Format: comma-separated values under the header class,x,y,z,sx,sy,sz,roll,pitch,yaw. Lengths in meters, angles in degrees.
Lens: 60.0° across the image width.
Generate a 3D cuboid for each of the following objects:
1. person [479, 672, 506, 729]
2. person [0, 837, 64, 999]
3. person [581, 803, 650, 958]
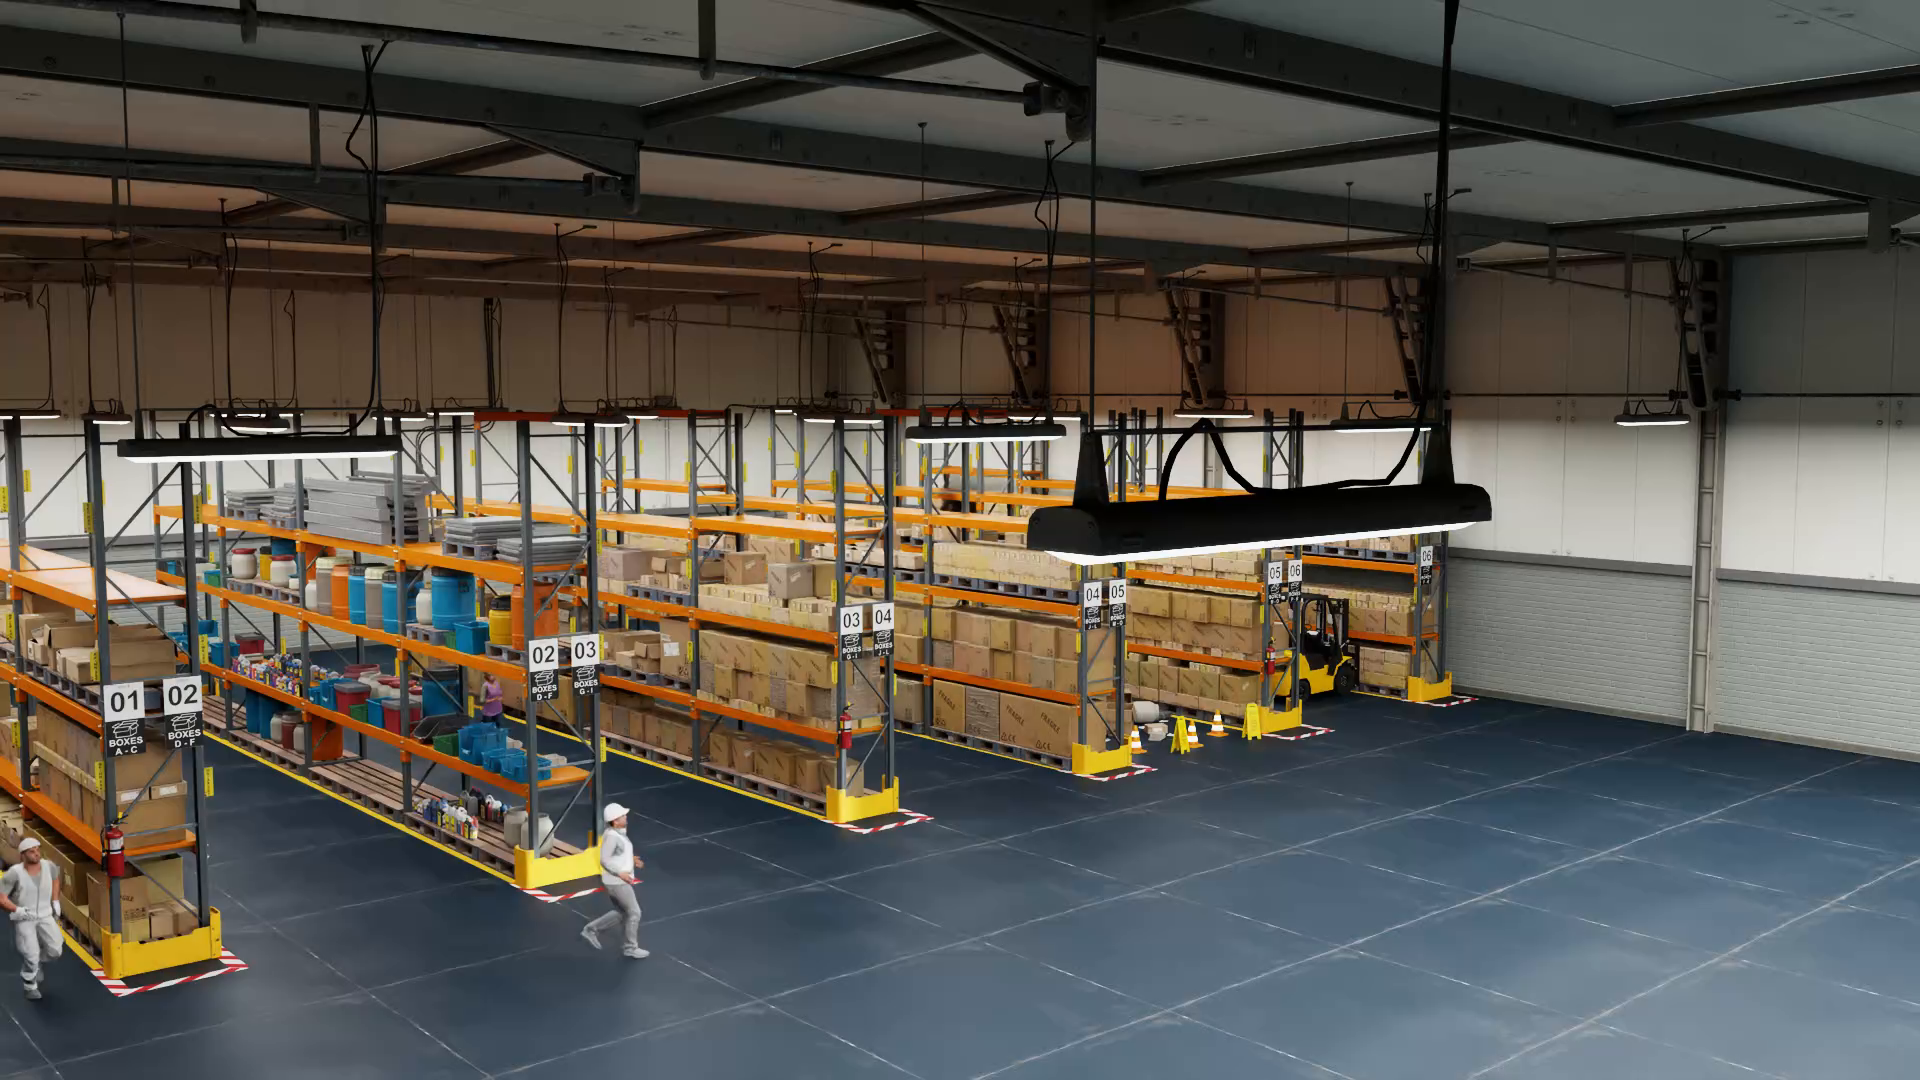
class,x,y,z,sx,sy,sz,roll,pitch,yaw
person,-8.036,3.020,28.544,0.689,1.642,0.518,4,6,39
person,-9.660,3.952,17.368,0.603,1.730,0.677,4,6,36
person,-3.871,3.821,18.622,0.758,1.766,0.668,-1,5,-13
